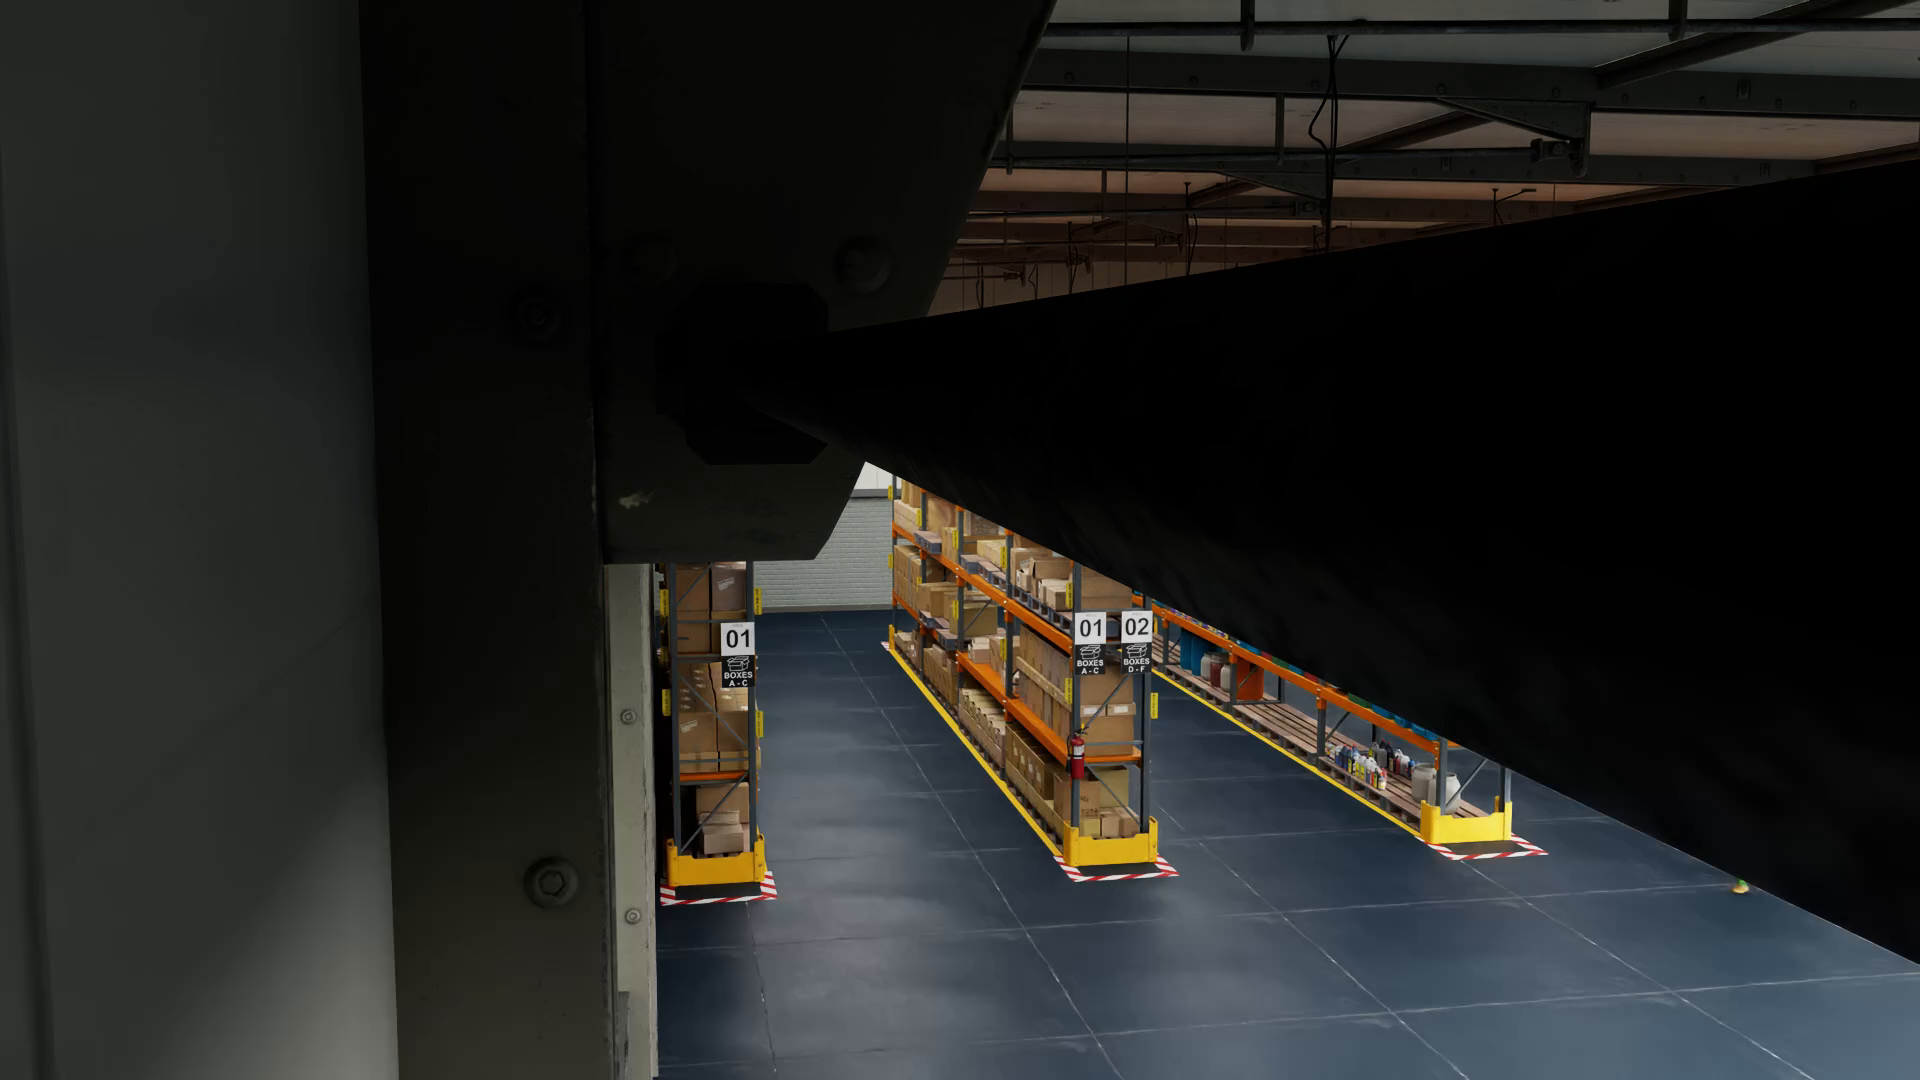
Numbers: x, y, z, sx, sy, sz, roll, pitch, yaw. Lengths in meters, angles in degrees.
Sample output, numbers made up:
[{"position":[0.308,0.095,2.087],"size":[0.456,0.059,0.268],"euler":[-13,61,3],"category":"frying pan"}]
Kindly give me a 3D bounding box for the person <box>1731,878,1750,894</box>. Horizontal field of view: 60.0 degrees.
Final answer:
[{"position":[9.416,3.300,19.847],"size":[0.653,1.775,0.630],"euler":[-3,7,-26],"category":"person"}]
